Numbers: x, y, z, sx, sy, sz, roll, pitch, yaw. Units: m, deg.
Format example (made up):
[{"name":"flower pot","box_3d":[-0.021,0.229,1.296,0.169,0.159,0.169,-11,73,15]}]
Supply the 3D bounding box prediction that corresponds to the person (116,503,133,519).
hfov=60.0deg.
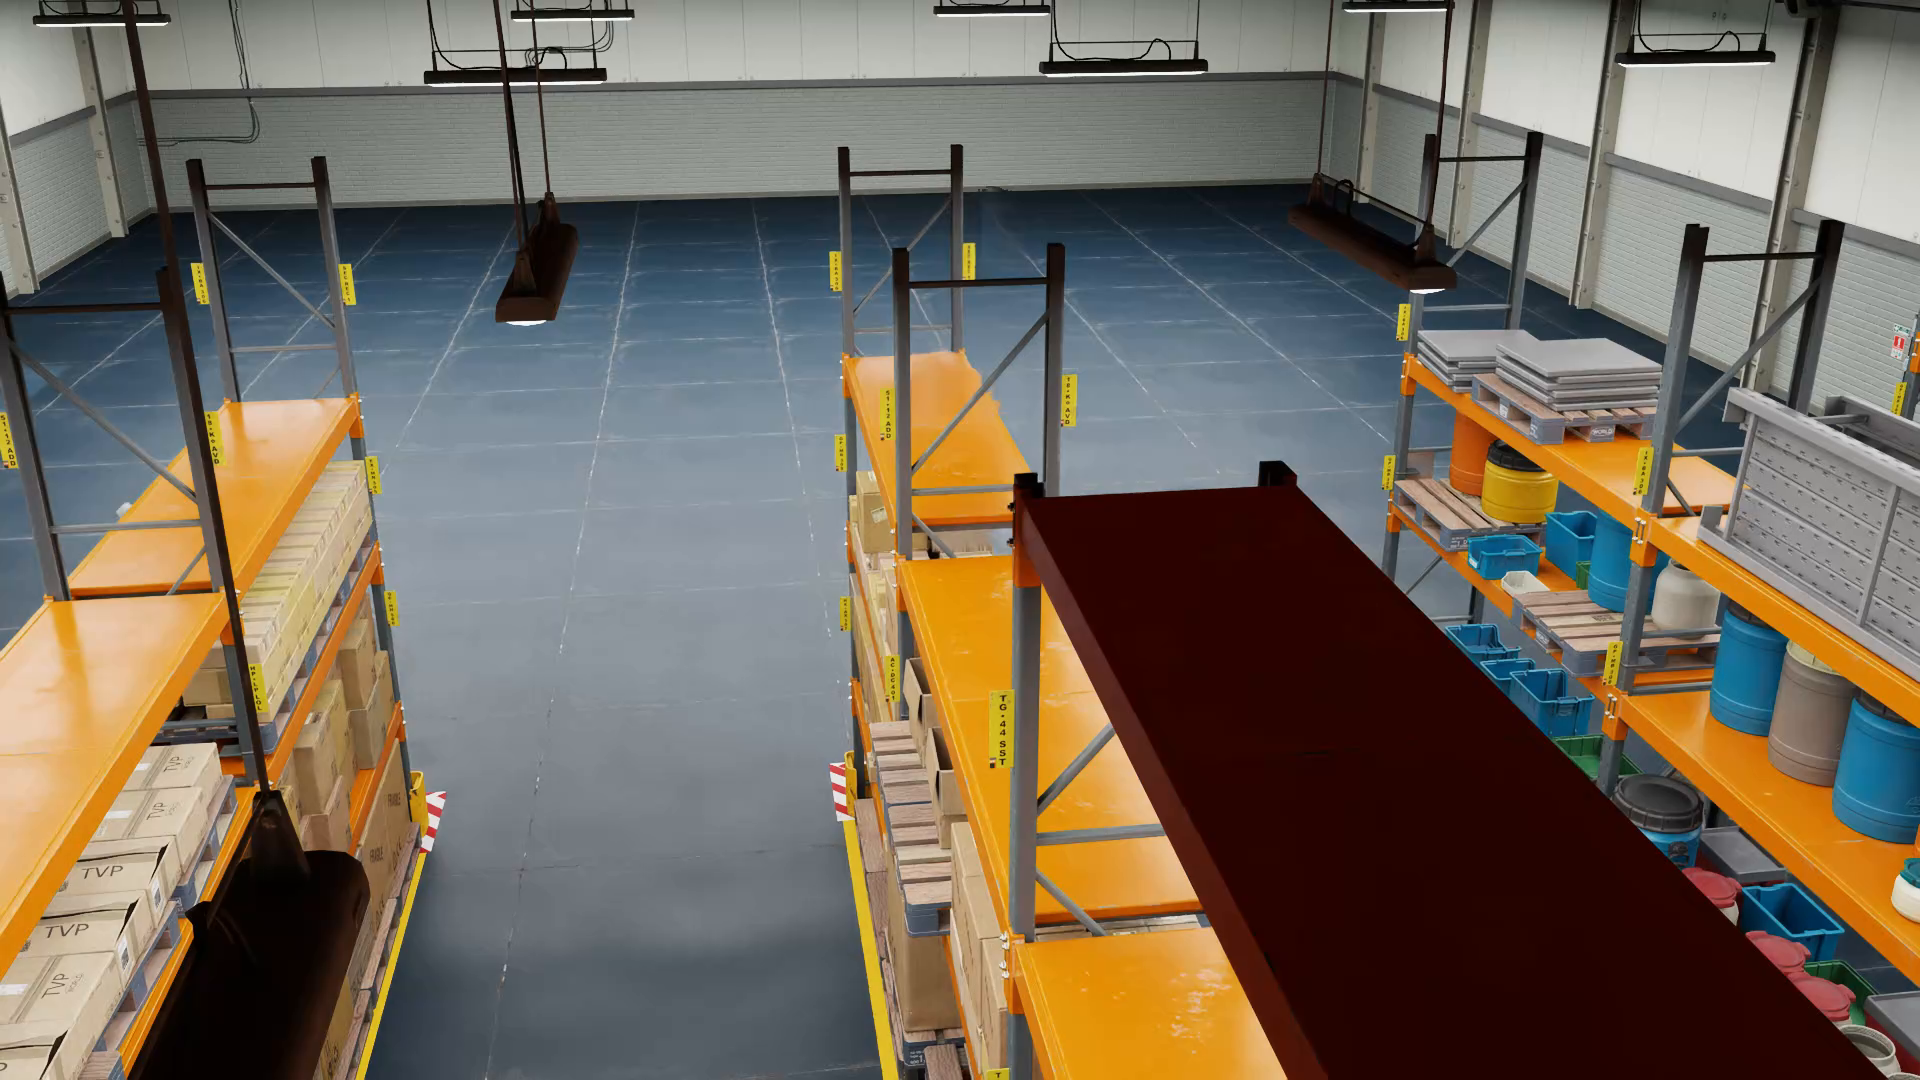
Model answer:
[{"name":"person","box_3d":[-8.984,0.420,18.301,0.687,1.694,0.678,18,28,37]}]

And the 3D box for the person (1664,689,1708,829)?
[{"name":"person","box_3d":[6.282,2.036,14.326,0.539,1.656,0.732,-3,22,-7]}]
